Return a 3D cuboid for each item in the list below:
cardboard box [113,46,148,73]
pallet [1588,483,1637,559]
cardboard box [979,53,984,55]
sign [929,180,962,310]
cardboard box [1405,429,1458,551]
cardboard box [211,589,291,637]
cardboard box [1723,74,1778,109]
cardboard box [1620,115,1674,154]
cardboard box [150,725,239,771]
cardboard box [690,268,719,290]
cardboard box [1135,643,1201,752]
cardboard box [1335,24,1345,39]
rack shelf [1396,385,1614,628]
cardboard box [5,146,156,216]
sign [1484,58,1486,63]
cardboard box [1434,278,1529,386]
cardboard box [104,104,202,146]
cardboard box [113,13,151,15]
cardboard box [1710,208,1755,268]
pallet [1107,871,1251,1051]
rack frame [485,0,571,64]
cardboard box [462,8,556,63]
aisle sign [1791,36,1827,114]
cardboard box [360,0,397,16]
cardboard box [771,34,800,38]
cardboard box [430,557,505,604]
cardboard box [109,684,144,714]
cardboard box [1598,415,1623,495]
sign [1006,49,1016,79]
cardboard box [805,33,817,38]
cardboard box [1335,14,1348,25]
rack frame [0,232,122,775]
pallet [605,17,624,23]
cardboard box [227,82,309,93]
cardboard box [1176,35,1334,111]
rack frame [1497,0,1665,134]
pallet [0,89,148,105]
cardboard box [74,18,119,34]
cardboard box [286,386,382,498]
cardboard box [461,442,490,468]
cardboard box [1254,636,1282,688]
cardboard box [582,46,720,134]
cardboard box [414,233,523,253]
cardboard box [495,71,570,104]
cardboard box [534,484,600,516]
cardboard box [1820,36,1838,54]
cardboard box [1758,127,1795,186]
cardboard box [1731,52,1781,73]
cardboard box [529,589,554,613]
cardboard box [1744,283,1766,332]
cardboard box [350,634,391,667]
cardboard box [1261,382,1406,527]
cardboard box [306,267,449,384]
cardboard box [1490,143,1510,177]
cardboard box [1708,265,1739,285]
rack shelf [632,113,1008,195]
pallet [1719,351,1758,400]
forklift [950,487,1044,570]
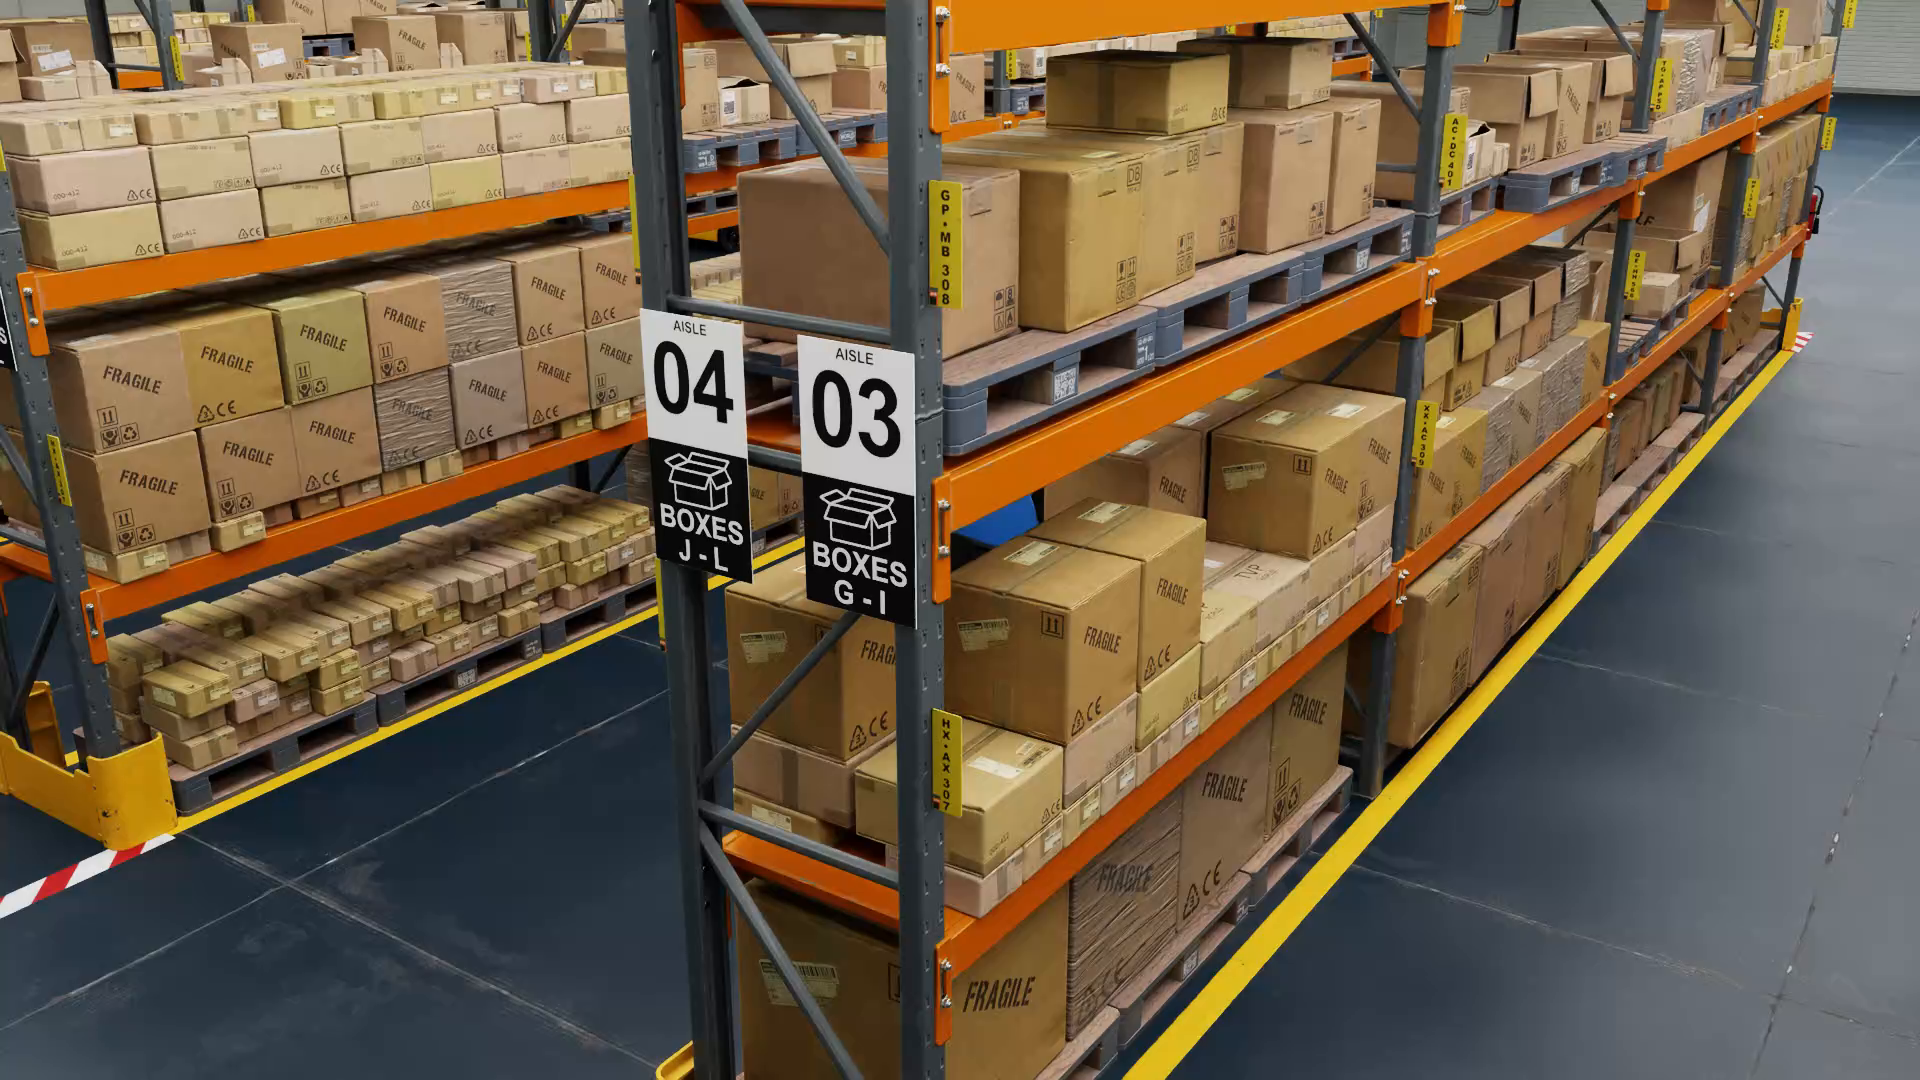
[{"bbox_3d":[-8.949,-5.067,17.533,0.500,0.250,0.500,13,24,32],"label":"cardboard box"},{"bbox_3d":[4.445,-0.230,12.582,1.003,0.211,1.213,13,24,32],"label":"pallet"},{"bbox_3d":[0.299,-4.277,14.560,0.500,0.311,0.500,13,24,32],"label":"cardboard box"},{"bbox_3d":[-0.037,-0.762,4.304,0.100,0.325,0.005,13,24,32],"label":"sign"},{"bbox_3d":[2.221,-0.296,8.598,0.500,0.500,0.500,13,24,32],"label":"cardboard box"},{"bbox_3d":[-4.023,0.423,9.444,0.380,0.149,0.250,12,24,30],"label":"cardboard box"},{"bbox_3d":[6.718,-3.877,14.315,0.500,0.250,0.500,12,24,30],"label":"cardboard box"},{"bbox_3d":[4.479,-2.735,11.229,0.500,0.250,0.500,14,24,33],"label":"cardboard box"},{"bbox_3d":[-3.979,1.038,8.640,0.380,0.149,0.250,14,24,33],"label":"cardboard box"},{"bbox_3d":[-1.928,-1.825,11.774,0.380,0.149,0.250,12,24,30],"label":"cardboard box"},{"bbox_3d":[0.573,0.534,6.286,0.500,0.250,0.500,12,24,30],"label":"cardboard box"},{"bbox_3d":[4.121,-5.758,18.798,0.380,0.149,0.250,14,24,32],"label":"cardboard box"},{"bbox_3d":[2.880,-0.402,10.066,1.077,0.370,4.000,13,24,32],"label":"rack shelf"},{"bbox_3d":[-4.071,-1.664,7.611,0.500,0.250,0.500,14,24,33],"label":"cardboard box"},{"bbox_3d":[3.557,-3.069,11.170,0.100,0.325,0.005,13,24,32],"label":"sign"},{"bbox_3d":[2.840,-1.244,9.715,0.797,0.503,0.637,14,25,34],"label":"cardboard box"},{"bbox_3d":[-3.796,-1.954,7.822,0.380,0.149,0.250,13,24,32],"label":"cardboard box"},{"bbox_3d":[-9.038,-5.687,18.204,0.380,0.149,0.250,13,24,32],"label":"cardboard box"},{"bbox_3d":[6.557,-2.765,14.843,0.875,0.500,0.500,13,24,32],"label":"cardboard box"},{"bbox_3d":[0.579,1.696,7.375,1.003,0.211,1.213,13,24,32],"label":"pallet"},{"bbox_3d":[-4.191,-6.060,15.677,1.000,3.000,0.127,13,24,32],"label":"rack frame"},{"bbox_3d":[-4.279,-4.761,15.735,0.797,0.503,0.637,12,23,29],"label":"cardboard box"},{"bbox_3d":[8.785,-4.788,17.137,0.394,0.787,0.004,13,24,32],"label":"aisle sign"},{"bbox_3d":[-7.118,-6.363,19.927,0.500,0.500,0.500,14,24,33],"label":"cardboard box"},{"bbox_3d":[-2.151,-5.732,18.724,0.500,0.250,0.500,13,24,31],"label":"cardboard box"},{"bbox_3d":[-2.946,0.240,9.938,0.380,0.149,0.250,12,24,30],"label":"cardboard box"},{"bbox_3d":[-4.477,0.779,8.911,0.380,0.149,0.250,13,24,30],"label":"cardboard box"},{"bbox_3d":[4.666,-0.705,12.817,0.700,0.500,0.500,11,23,27],"label":"cardboard box"},{"bbox_3d":[0.407,-3.853,13.288,0.100,0.325,0.005,13,24,32],"label":"sign"},{"bbox_3d":[-1.469,-5.943,19.471,0.500,0.250,0.500,13,24,31],"label":"cardboard box"},{"bbox_3d":[4.130,-5.987,18.841,0.500,0.250,0.500,13,24,32],"label":"cardboard box"},{"bbox_3d":[-4.538,-0.015,7.981,1.000,3.000,0.127,13,24,32],"label":"rack frame"},{"bbox_3d":[-4.906,-7.325,23.547,1.003,0.211,1.213,13,24,32],"label":"pallet"},{"bbox_3d":[-3.711,-2.363,8.925,0.380,0.149,0.250,13,24,30],"label":"cardboard box"},{"bbox_3d":[1.222,-1.947,6.906,0.500,0.250,0.500,12,23,28],"label":"cardboard box"},{"bbox_3d":[4.005,-4.127,10.452,1.000,3.000,0.127,13,24,32],"label":"rack frame"},{"bbox_3d":[-6.909,-3.231,12.481,1.003,0.211,1.213,13,24,32],"label":"pallet"},{"bbox_3d":[-8.977,-5.348,17.288,0.380,0.149,0.250,13,24,32],"label":"cardboard box"},{"bbox_3d":[-3.491,-0.573,8.916,0.500,0.500,0.500,14,24,33],"label":"cardboard box"},{"bbox_3d":[-2.991,-0.541,9.766,0.380,0.149,0.250,13,24,31],"label":"cardboard box"},{"bbox_3d":[1.133,0.472,7.027,0.380,0.149,0.250,13,24,31],"label":"cardboard box"},{"bbox_3d":[-1.985,-2.900,10.709,0.700,0.500,0.500,13,24,32],"label":"cardboard box"},{"bbox_3d":[-3.023,-1.584,10.209,0.500,0.500,0.500,12,24,30],"label":"cardboard box"},{"bbox_3d":[-2.482,-2.621,9.624,0.380,0.149,0.250,13,24,32],"label":"cardboard box"},{"bbox_3d":[-2.654,-0.243,11.244,0.380,0.149,0.250,14,25,34],"label":"cardboard box"},{"bbox_3d":[8.604,-4.992,16.755,0.380,0.149,0.250,13,24,32],"label":"cardboard box"},{"bbox_3d":[7.550,-3.629,15.738,0.500,0.500,0.500,13,24,32],"label":"cardboard box"},{"bbox_3d":[6.955,-4.182,14.564,0.380,0.149,0.250,13,24,32],"label":"cardboard box"},{"bbox_3d":[-2.787,0.355,10.485,0.380,0.149,0.250,13,24,31],"label":"cardboard box"},{"bbox_3d":[8.137,-2.458,17.583,0.500,0.500,0.500,19,28,42],"label":"cardboard box"},{"bbox_3d":[-3.461,0.584,9.439,0.380,0.149,0.250,12,23,29],"label":"cardboard box"},{"bbox_3d":[1.719,-0.403,7.737,0.500,0.500,0.500,14,25,33],"label":"cardboard box"},{"bbox_3d":[-3.193,-1.185,9.130,0.500,0.500,0.500,12,24,30],"label":"cardboard box"},{"bbox_3d":[2.717,-2.050,8.916,0.380,0.149,0.250,12,24,30],"label":"cardboard box"},{"bbox_3d":[6.623,-2.347,14.647,0.380,0.149,0.250,13,24,32],"label":"cardboard box"},{"bbox_3d":[-1.165,-2.806,12.239,1.077,0.370,4.000,13,24,32],"label":"rack shelf"},{"bbox_3d":[7.287,-1.705,16.569,1.003,0.211,1.213,13,24,32],"label":"pallet"},{"bbox_3d":[1.192,-0.959,10.632,1.130,2.935,3.031,-19,28,-41],"label":"forklift"}]
